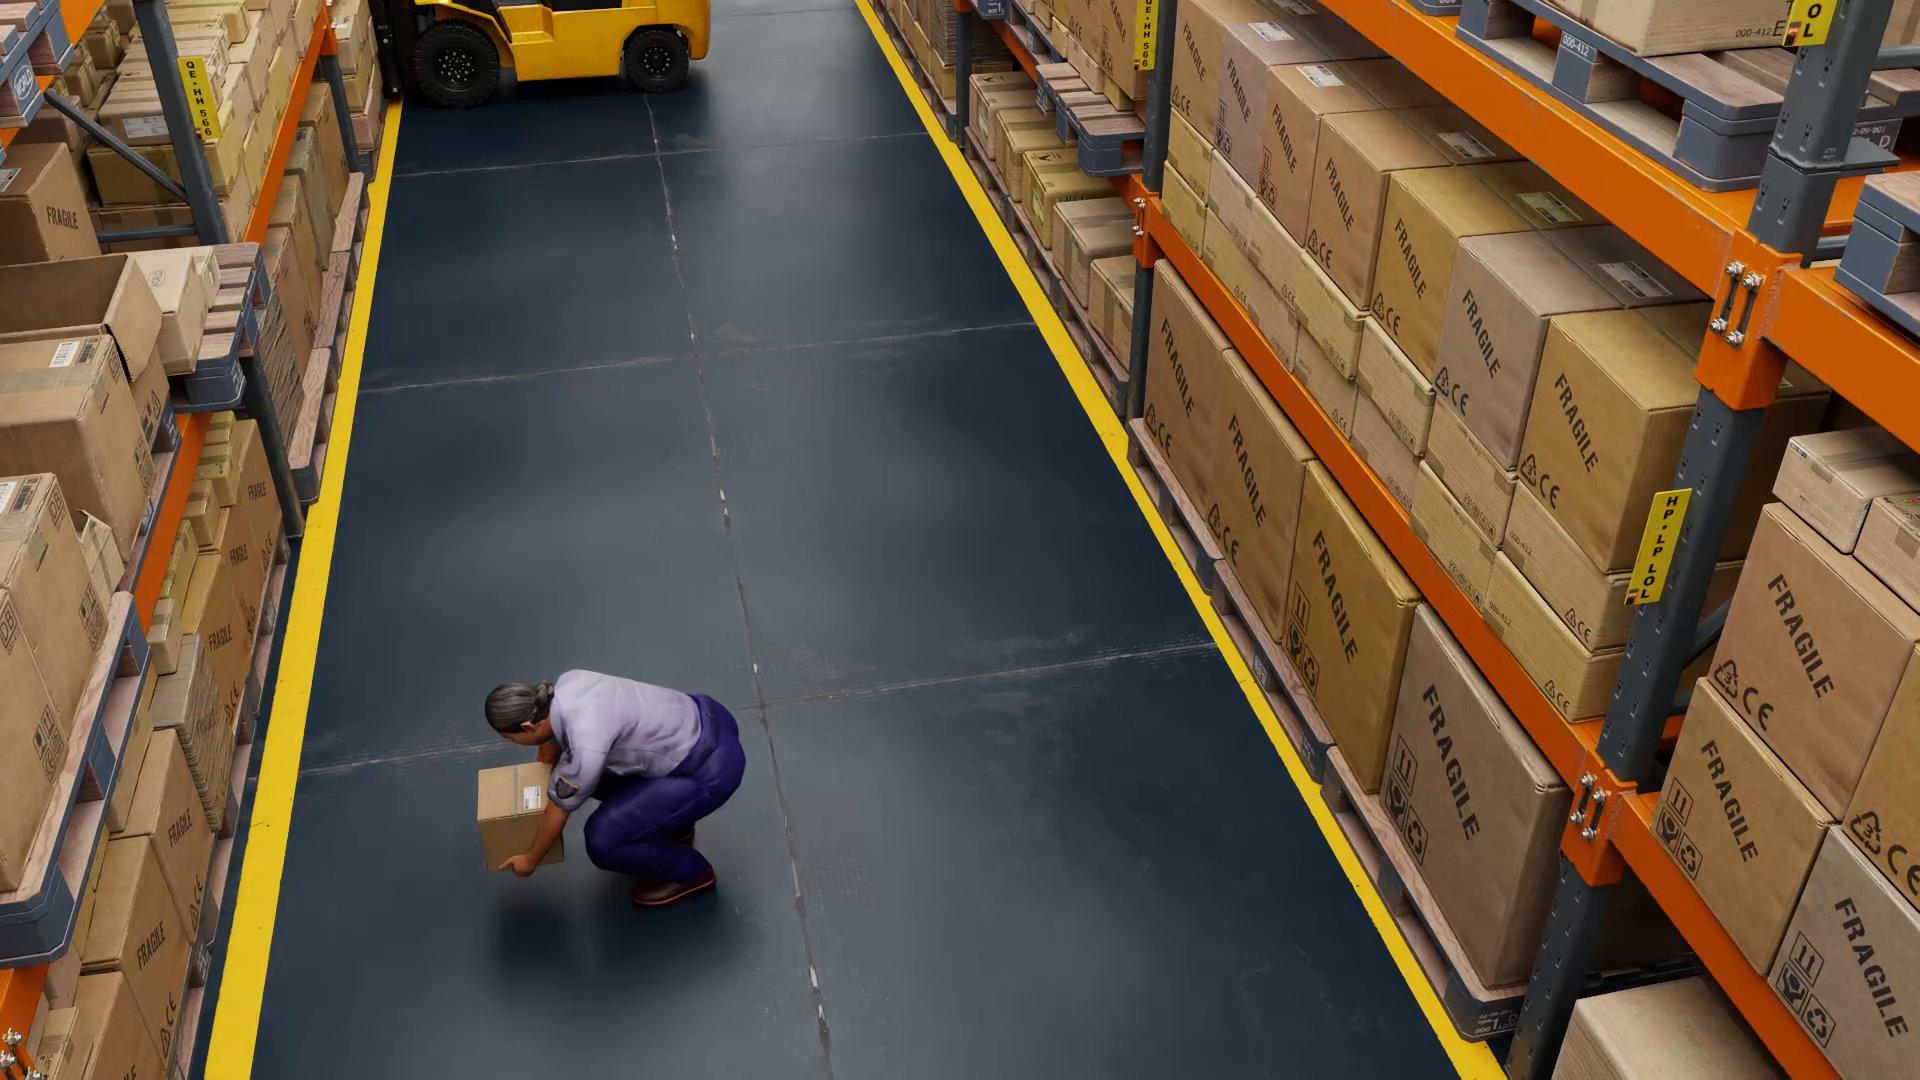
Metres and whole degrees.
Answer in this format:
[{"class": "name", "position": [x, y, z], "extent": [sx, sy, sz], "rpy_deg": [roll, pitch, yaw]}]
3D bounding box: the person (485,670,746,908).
[{"class": "person", "position": [-1.162, 0.792, 5.645], "extent": [0.861, 0.937, 0.500], "rpy_deg": [-8, 35, -12]}]
